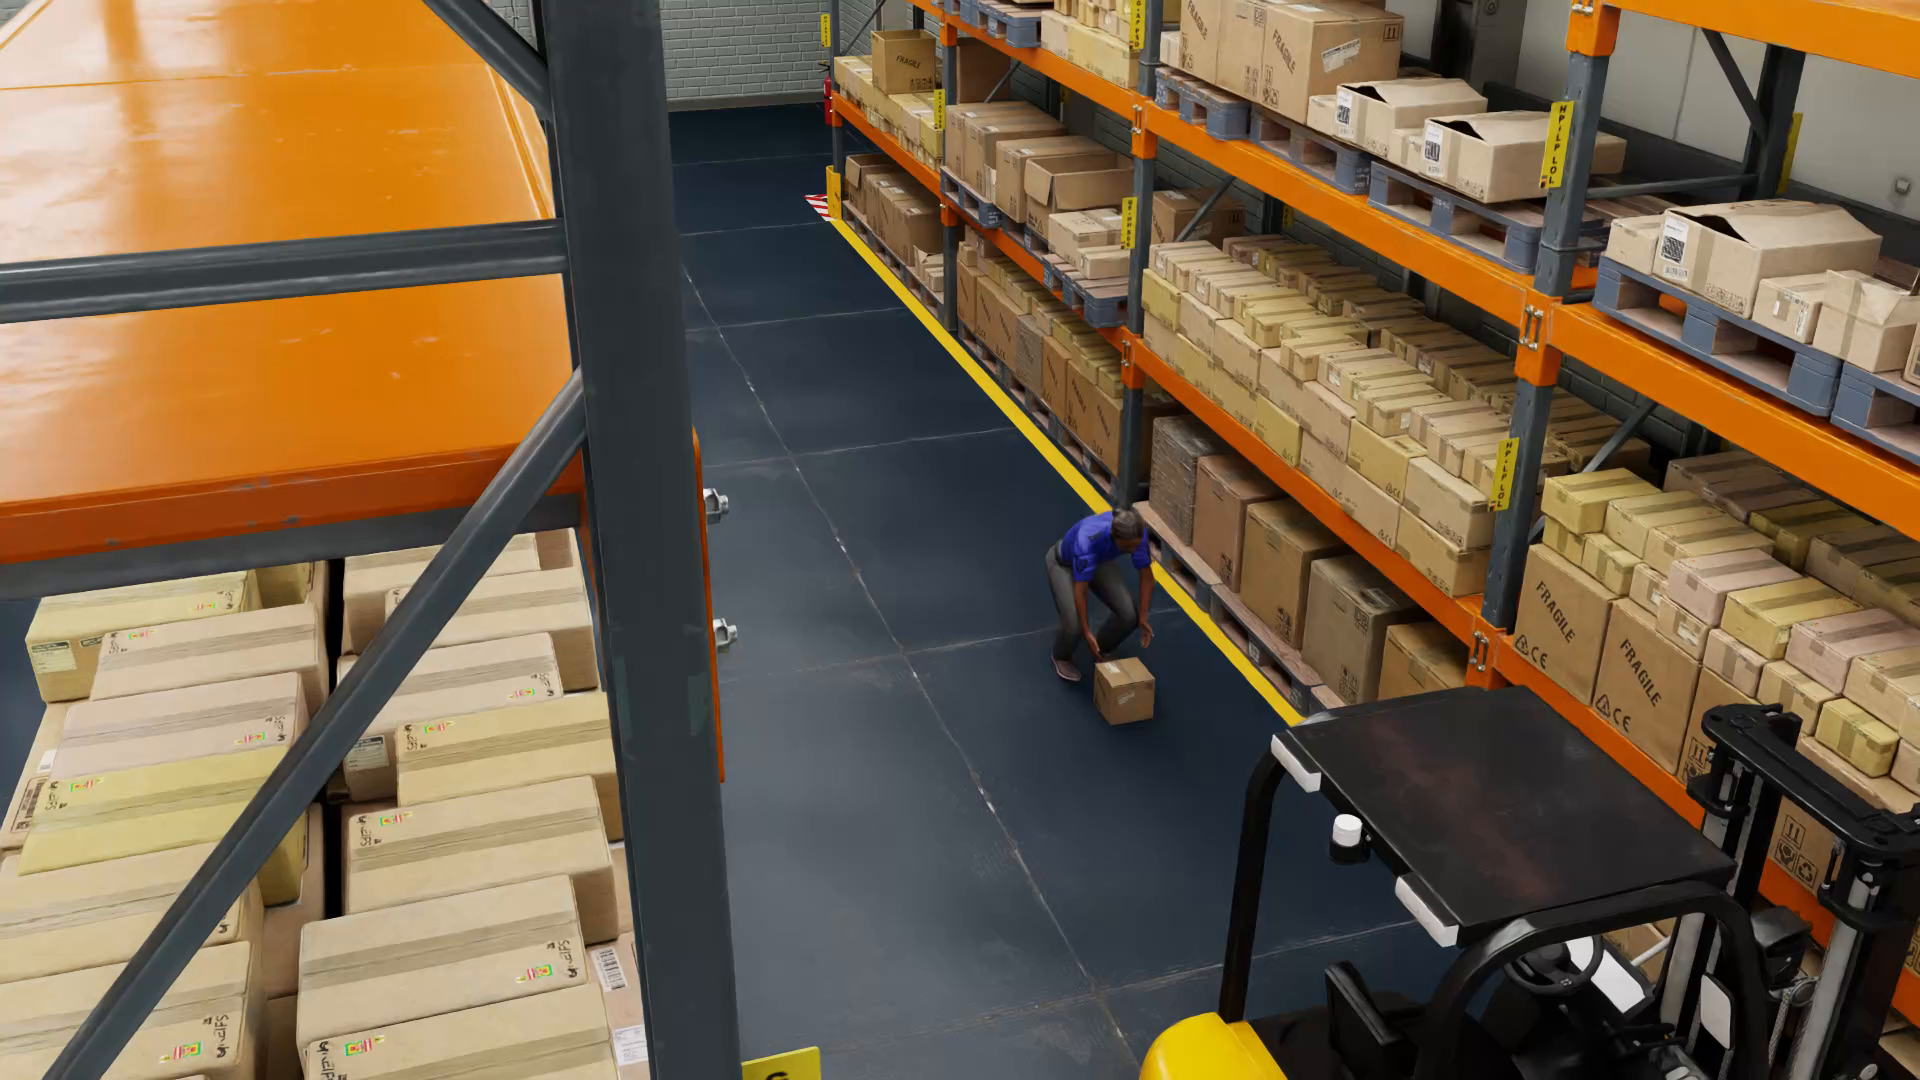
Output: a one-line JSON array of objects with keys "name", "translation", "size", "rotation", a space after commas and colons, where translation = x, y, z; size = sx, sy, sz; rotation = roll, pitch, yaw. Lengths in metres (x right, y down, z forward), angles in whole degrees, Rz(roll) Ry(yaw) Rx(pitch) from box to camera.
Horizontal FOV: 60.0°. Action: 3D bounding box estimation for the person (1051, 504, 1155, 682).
[{"name": "person", "translation": [0.796, 0.320, 9.097], "size": [0.420, 1.112, 0.867], "rotation": [-10, 28, -19]}]
